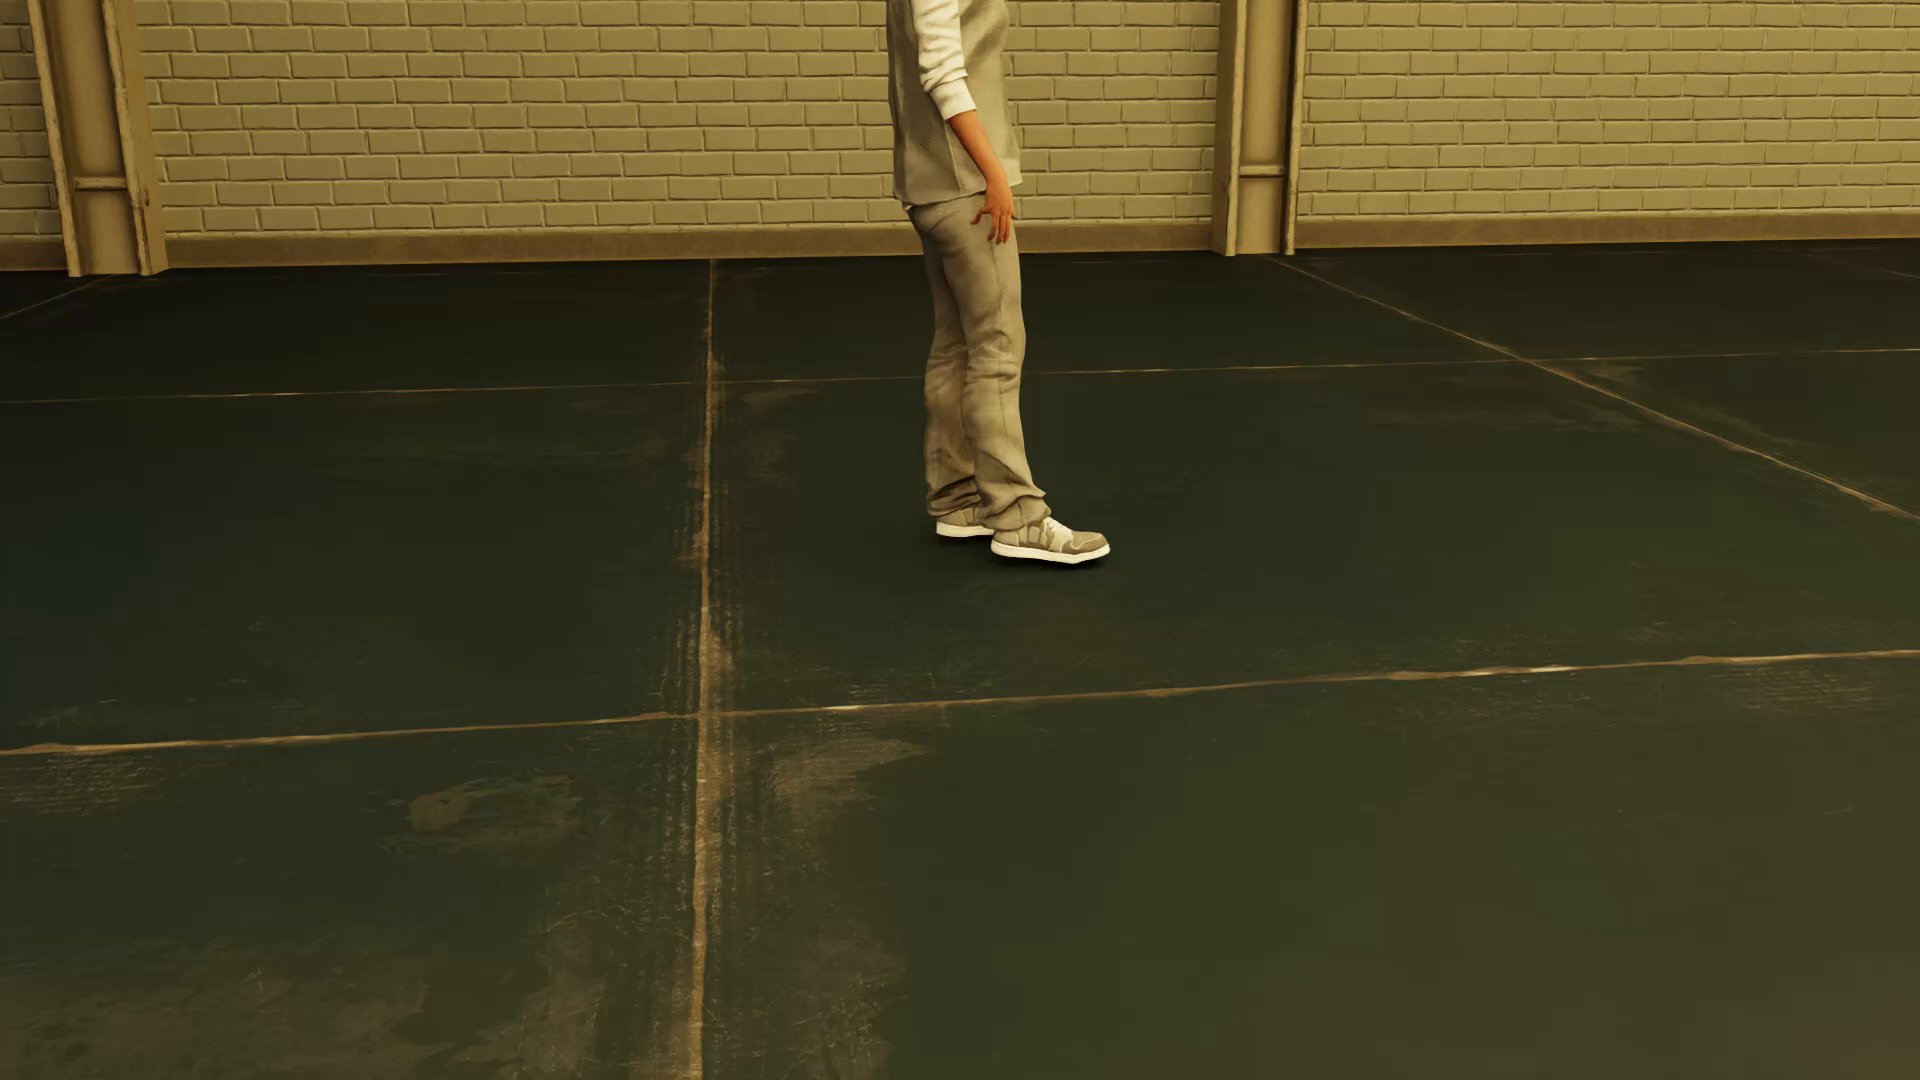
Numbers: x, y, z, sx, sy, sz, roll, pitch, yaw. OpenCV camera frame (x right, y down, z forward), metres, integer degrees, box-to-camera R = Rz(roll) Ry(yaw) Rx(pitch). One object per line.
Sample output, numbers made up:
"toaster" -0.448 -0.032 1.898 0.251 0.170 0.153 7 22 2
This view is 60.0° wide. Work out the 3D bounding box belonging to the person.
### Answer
"person" 0.076 -0.771 3.730 0.473 1.599 0.520 -2 17 -8
